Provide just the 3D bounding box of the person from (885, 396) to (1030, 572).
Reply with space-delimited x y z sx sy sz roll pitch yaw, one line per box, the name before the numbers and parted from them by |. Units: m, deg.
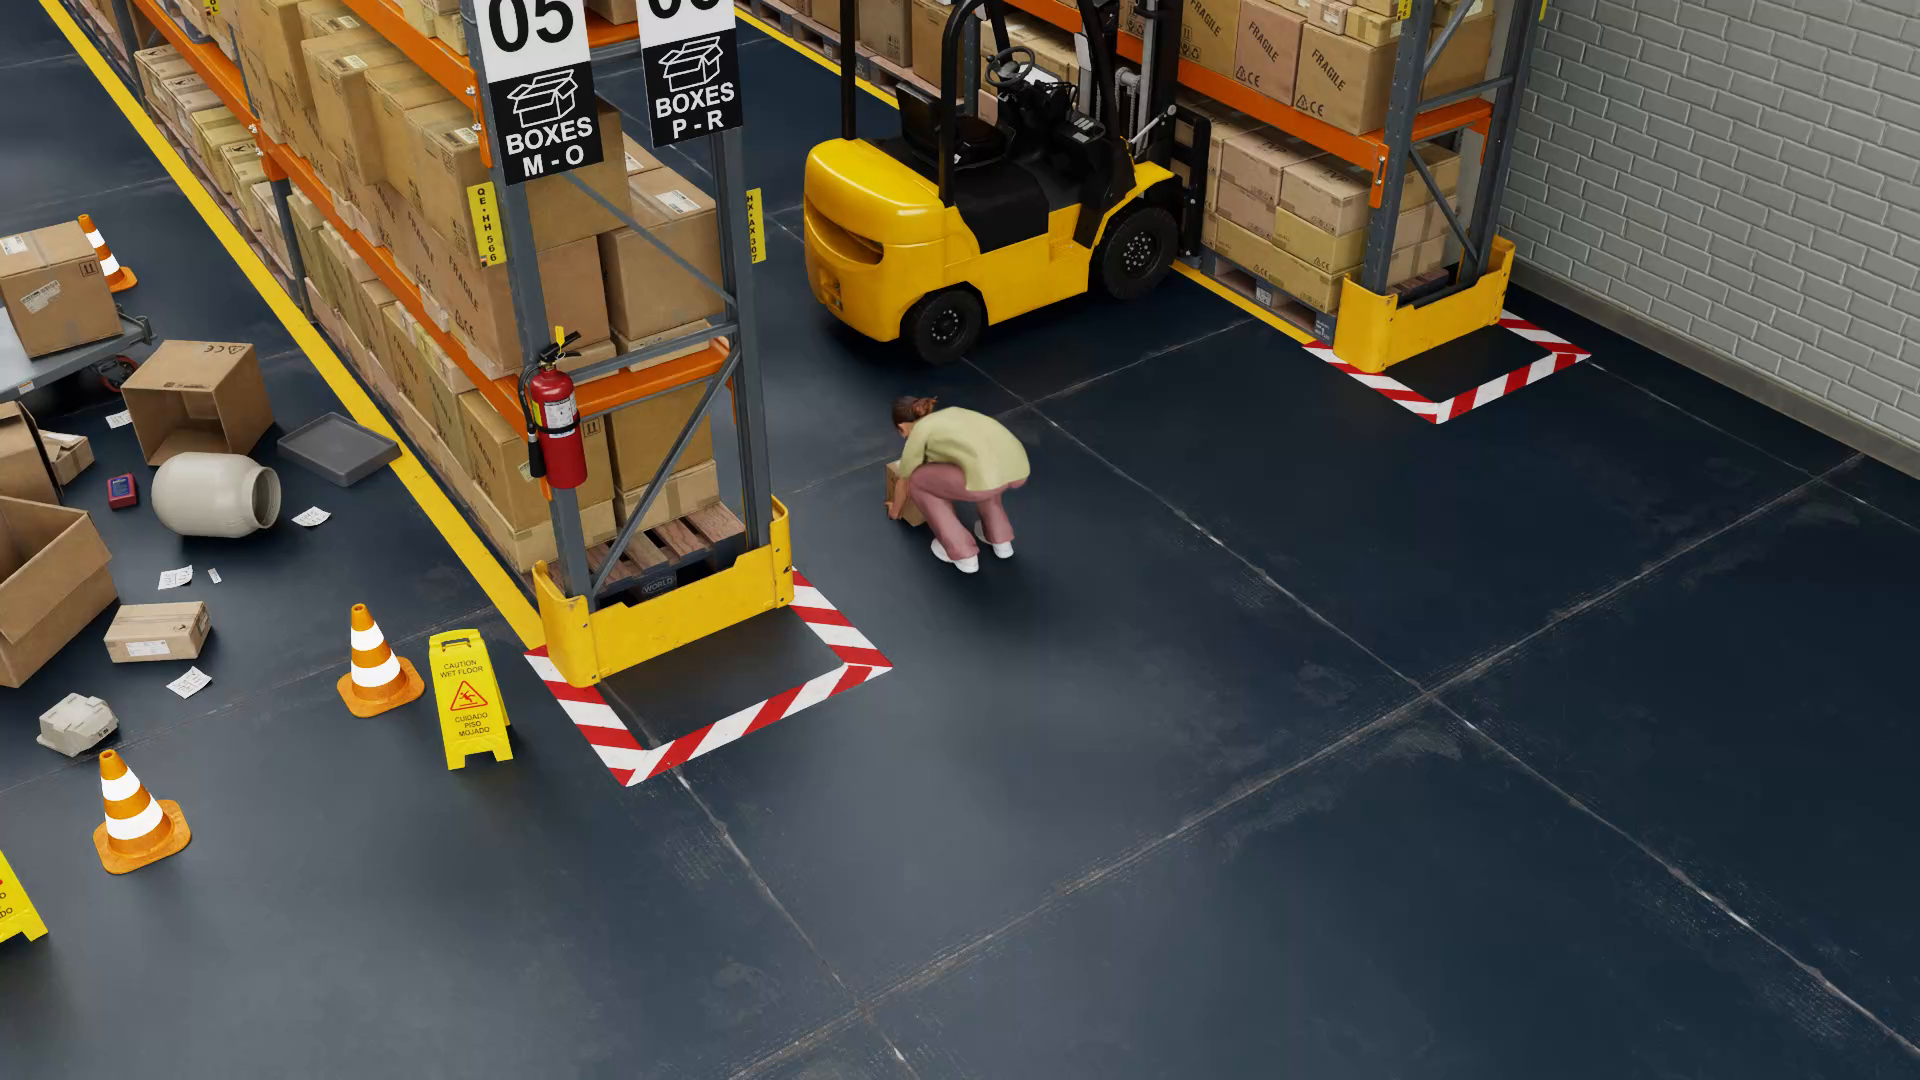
person | -0.024 -0.304 8.214 0.468 0.774 0.864 -24 43 -29
